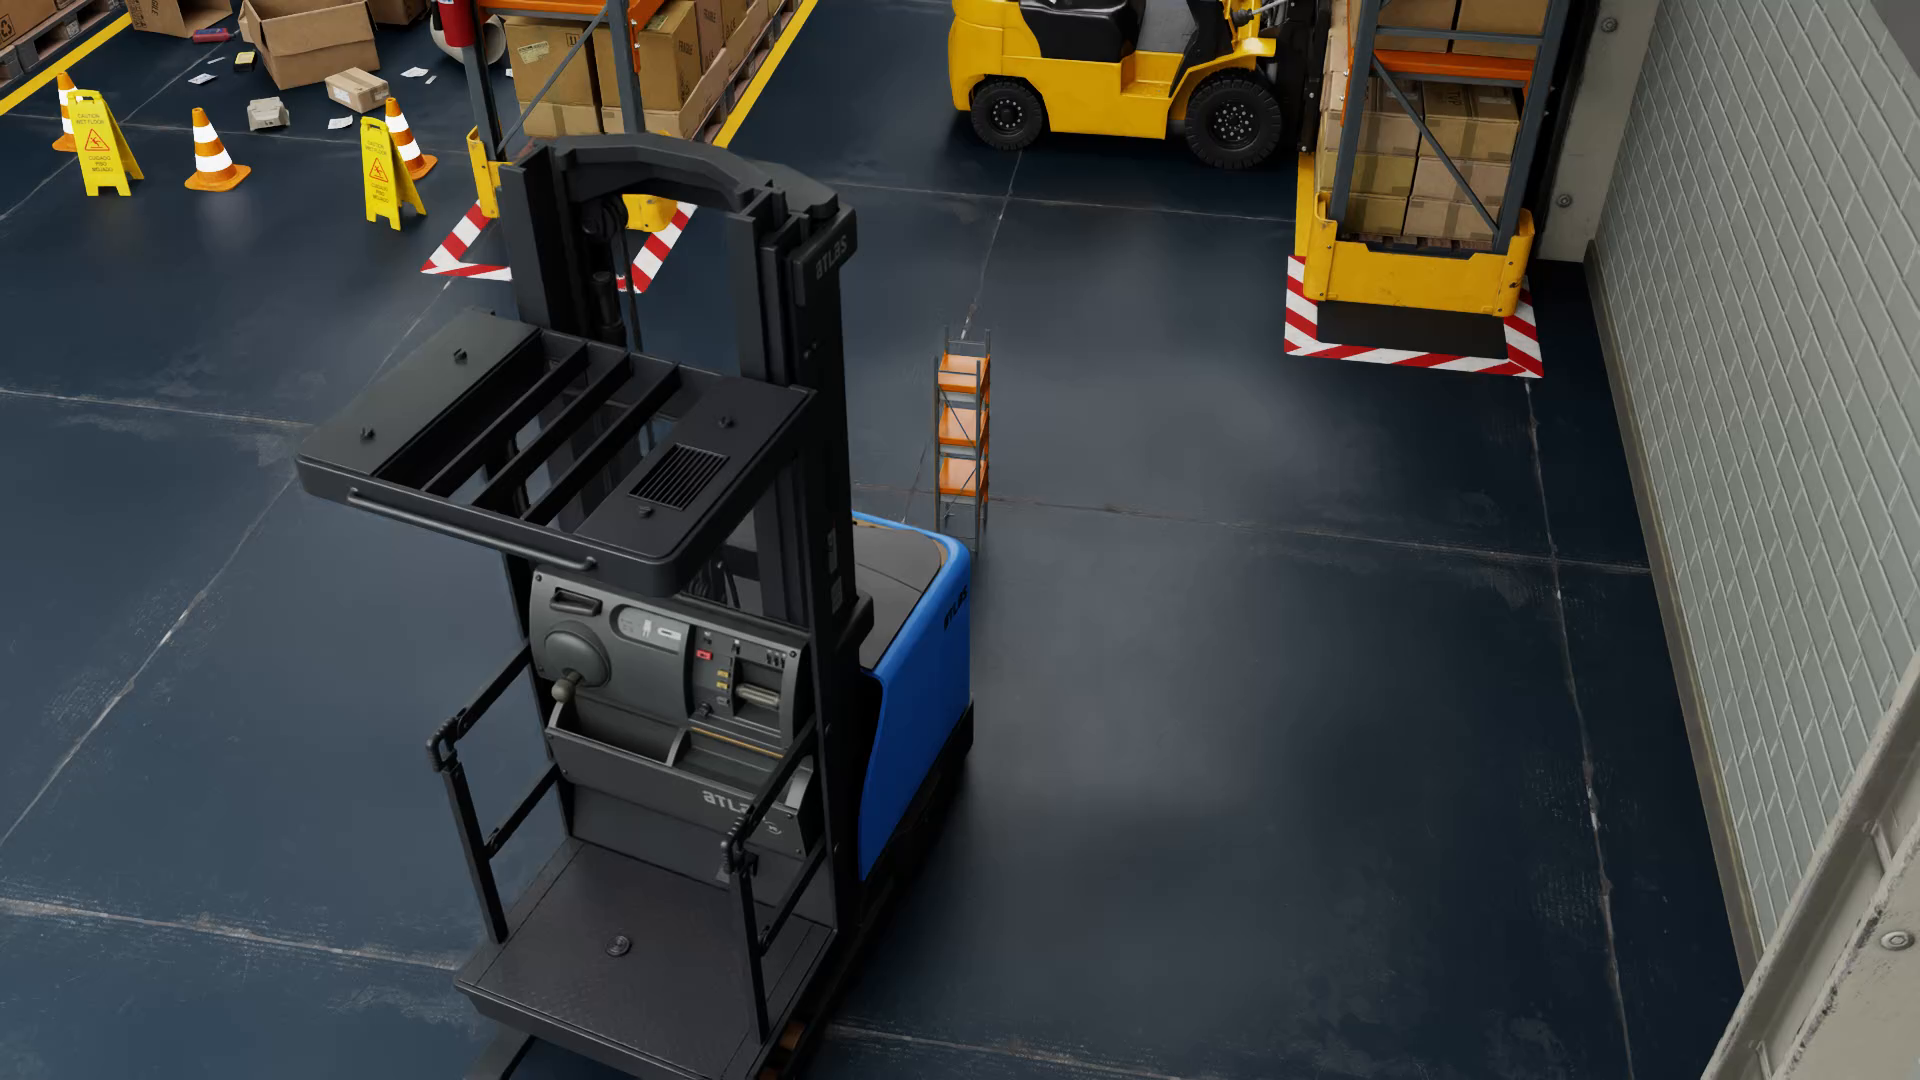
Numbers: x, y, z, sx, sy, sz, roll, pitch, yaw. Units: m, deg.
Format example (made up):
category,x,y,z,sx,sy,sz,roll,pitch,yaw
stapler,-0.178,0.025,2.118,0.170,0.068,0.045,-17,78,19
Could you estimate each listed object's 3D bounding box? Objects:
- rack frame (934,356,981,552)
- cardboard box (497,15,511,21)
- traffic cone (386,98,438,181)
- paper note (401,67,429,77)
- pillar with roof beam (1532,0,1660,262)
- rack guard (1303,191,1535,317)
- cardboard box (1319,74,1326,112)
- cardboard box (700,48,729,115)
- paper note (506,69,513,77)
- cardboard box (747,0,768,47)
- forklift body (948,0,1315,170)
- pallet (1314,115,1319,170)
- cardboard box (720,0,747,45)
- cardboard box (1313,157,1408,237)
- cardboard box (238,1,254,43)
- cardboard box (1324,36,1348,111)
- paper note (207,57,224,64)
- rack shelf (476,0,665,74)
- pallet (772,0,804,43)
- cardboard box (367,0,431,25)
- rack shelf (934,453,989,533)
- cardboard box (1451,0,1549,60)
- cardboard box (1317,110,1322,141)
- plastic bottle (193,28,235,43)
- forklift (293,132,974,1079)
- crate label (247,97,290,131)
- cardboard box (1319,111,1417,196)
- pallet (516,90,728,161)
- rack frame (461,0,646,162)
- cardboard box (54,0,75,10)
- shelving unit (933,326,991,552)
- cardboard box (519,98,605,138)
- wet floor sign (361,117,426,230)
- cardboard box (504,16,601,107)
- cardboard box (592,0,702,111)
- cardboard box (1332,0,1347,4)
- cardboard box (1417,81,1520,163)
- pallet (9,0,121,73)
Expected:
category,x,y,z,sx,sy,sz,roll,pitch,yaw
rack frame,-0.012,-0.362,7.363,0.200,1.050,0.008,6,40,8
cardboard box,-3.175,-4.149,12.373,0.500,0.500,0.500,-28,47,-30
traffic cone,-3.537,-2.557,10.480,0.336,0.463,0.334,6,40,8
paper note,-3.843,-3.304,11.731,0.148,0.019,0.142,20,44,23
pillar with roof beam,-0.684,-5.702,7.585,9.100,9.000,0.400,6,40,8
rack guard,2.544,-1.600,9.292,1.175,0.500,0.348,6,40,8
cardboard box,2.491,-2.853,10.282,0.500,0.250,0.500,6,40,7
cardboard box,-1.834,-3.020,10.878,0.500,0.250,0.500,8,40,9
paper note,-3.128,-3.303,11.721,0.142,0.019,0.148,-6,40,-8
cardboard box,-1.661,-3.681,11.676,0.500,0.250,0.500,7,40,8
forklift body,1.080,-3.642,10.467,2.313,2.155,1.214,6,40,8
pallet,2.853,-2.751,10.912,1.003,0.211,1.213,6,40,8
cardboard box,-1.745,-3.647,11.047,0.500,0.500,0.500,7,40,9
cardboard box,2.318,-2.010,9.655,0.500,0.250,0.500,7,40,8
cardboard box,-5.025,-3.780,12.114,0.396,0.266,0.258,13,41,15
cardboard box,2.403,-2.710,9.717,0.500,0.250,0.500,7,40,8
paper note,-5.320,-3.430,11.891,0.032,0.001,0.123,28,47,30
rack shelf,-1.995,-4.101,10.921,1.077,0.370,4.000,6,40,8
pallet,-1.730,-4.133,12.584,1.003,0.211,1.213,6,40,8
cardboard box,-4.377,-4.183,12.307,0.797,0.637,0.503,6,40,8
rack shelf,0.009,-0.216,7.640,0.215,0.259,0.240,6,40,8
cardboard box,2.907,-2.897,8.821,0.500,0.500,0.500,8,40,9
cardboard box,2.509,-2.634,10.410,0.500,0.250,0.500,7,40,8
plastic bottle,-5.452,-3.696,12.173,0.283,0.061,0.133,-6,40,-8
forklift,-0.986,0.447,4.909,1.130,2.935,3.031,15,42,17
crate label,-4.614,-2.841,11.079,0.250,0.136,0.298,-13,41,-15
cardboard box,2.325,-2.213,9.508,0.500,0.250,0.500,6,40,7
pallet,-2.153,-2.602,10.732,1.003,0.211,1.213,6,40,8
rack frame,-2.341,-3.123,9.173,1.000,3.000,0.127,6,40,8
cardboard box,-6.872,-4.506,12.183,0.875,0.875,0.875,7,40,8
shelving unit,0.009,-0.438,7.456,0.215,1.050,0.252,6,40,8
cardboard box,-2.462,-2.777,10.583,0.500,0.250,0.500,6,40,7
wet floor sign,-3.428,-2.214,9.922,0.267,0.644,0.232,20,44,23
cardboard box,-2.459,-3.046,10.320,0.500,0.500,0.500,7,40,8
cardboard box,-1.926,-3.005,10.270,0.500,0.500,0.500,5,40,6
cardboard box,2.576,-3.345,10.485,0.500,0.250,0.500,6,40,7
cardboard box,2.818,-2.346,9.277,0.500,0.250,0.500,6,40,7
pallet,-6.959,-3.805,12.186,1.003,0.211,1.213,6,40,8
